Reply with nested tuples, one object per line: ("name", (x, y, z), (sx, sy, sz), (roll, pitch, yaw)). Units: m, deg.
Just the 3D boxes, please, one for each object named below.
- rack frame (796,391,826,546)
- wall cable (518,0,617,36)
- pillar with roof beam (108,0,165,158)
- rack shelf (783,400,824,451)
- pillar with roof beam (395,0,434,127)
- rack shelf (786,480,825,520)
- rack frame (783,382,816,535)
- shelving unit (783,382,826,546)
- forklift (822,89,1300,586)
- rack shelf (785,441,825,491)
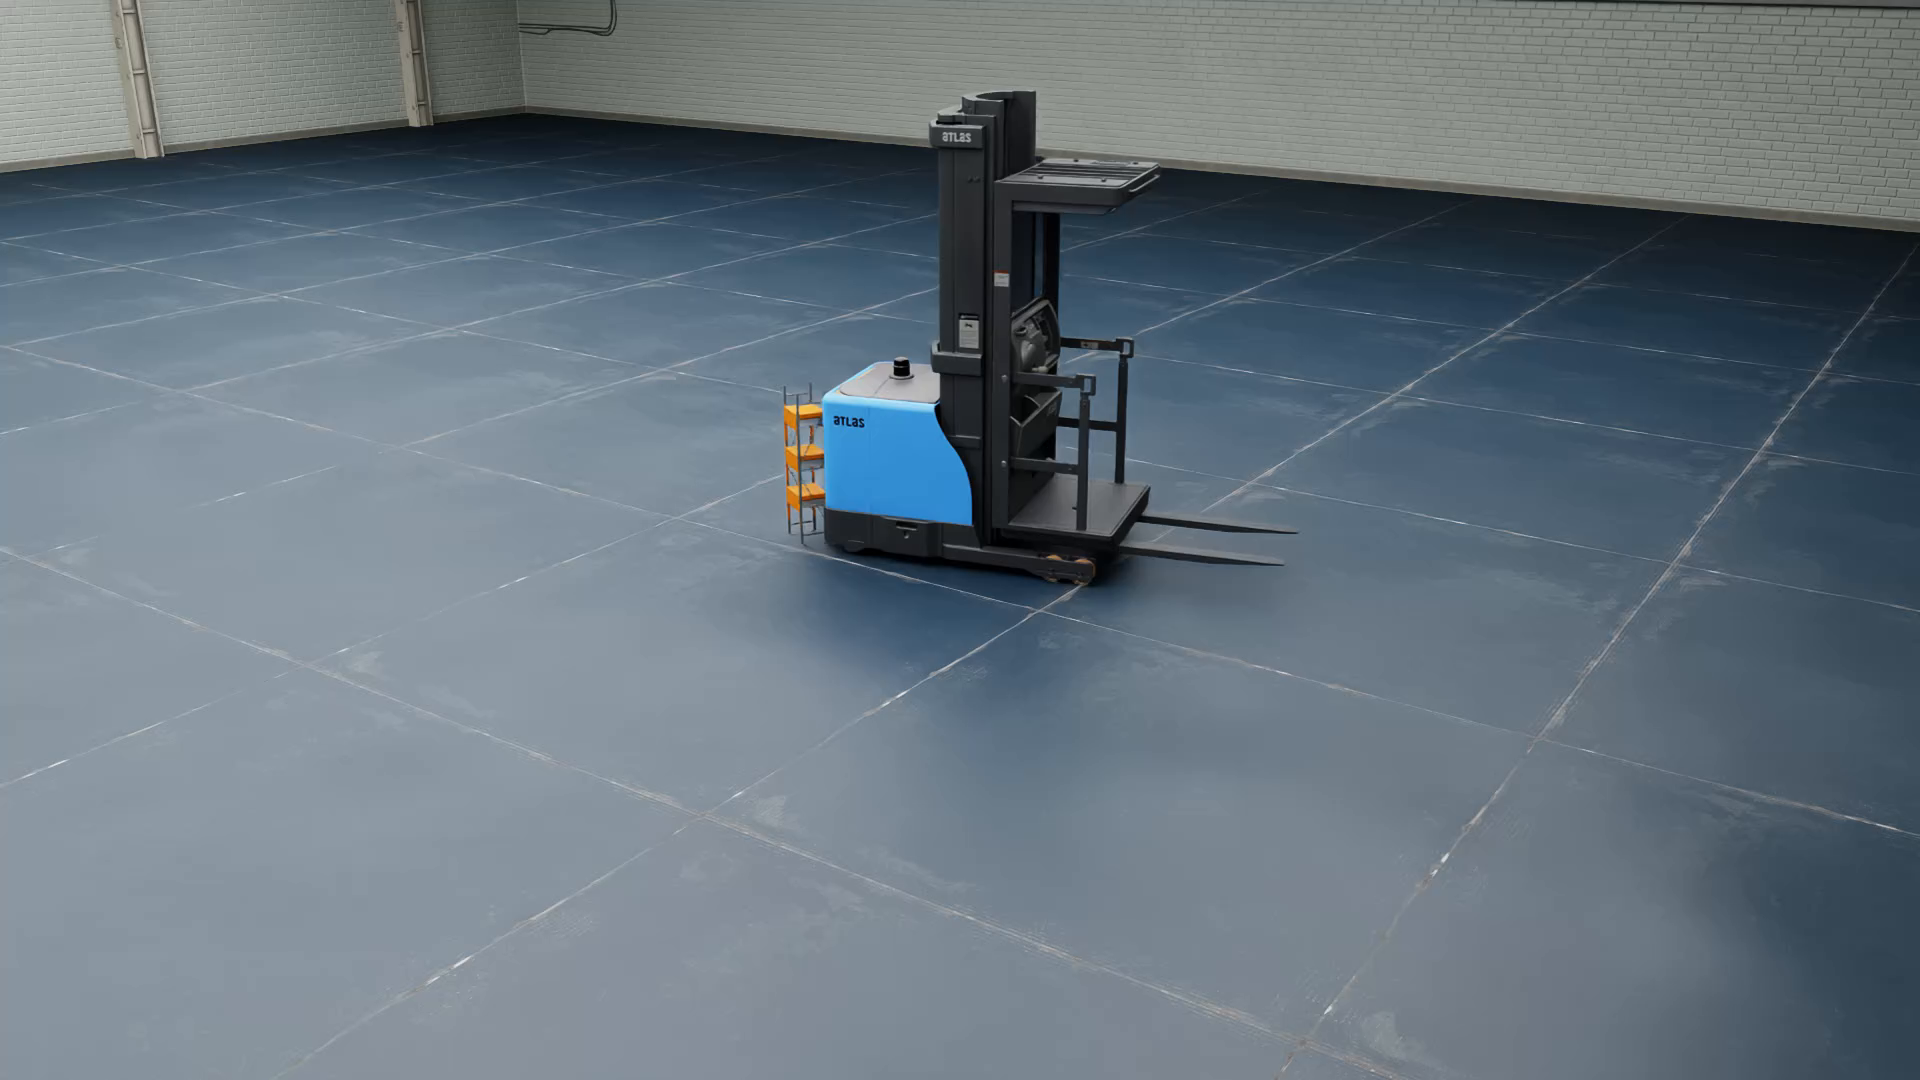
("rack frame", (-0.975, -0.467, 11.011), (0.200, 1.050, 0.008), (-9, 22, -24))
("wall cable", (-8.448, -11.967, 35.121), (3.097, 2.526, 0.112), (13, 24, 32))
("pillar with roof beam", (-11.010, -10.275, 26.071), (9.100, 9.000, 0.400), (13, 24, 32))
("rack shelf", (-1.028, -0.761, 11.021), (0.215, 0.259, 0.240), (-9, 22, -24))
("pillar with roof beam", (-7.637, -11.996, 30.725), (9.100, 9.000, 0.400), (13, 24, 32))
("rack shelf", (-1.028, -0.234, 11.214), (0.215, 0.259, 0.240), (-9, 22, -24))
("rack frame", (-1.080, -0.543, 11.218), (0.200, 1.050, 0.008), (-9, 22, -24))
("shelving unit", (-1.028, -0.505, 11.115), (0.215, 1.050, 0.252), (-9, 22, -24))
("forklift", (0.669, -1.295, 10.540), (3.031, 2.935, 1.130), (7, 21, 18))
("rack shelf", (-1.028, -0.495, 11.118), (0.215, 0.259, 0.240), (-9, 22, -24))
